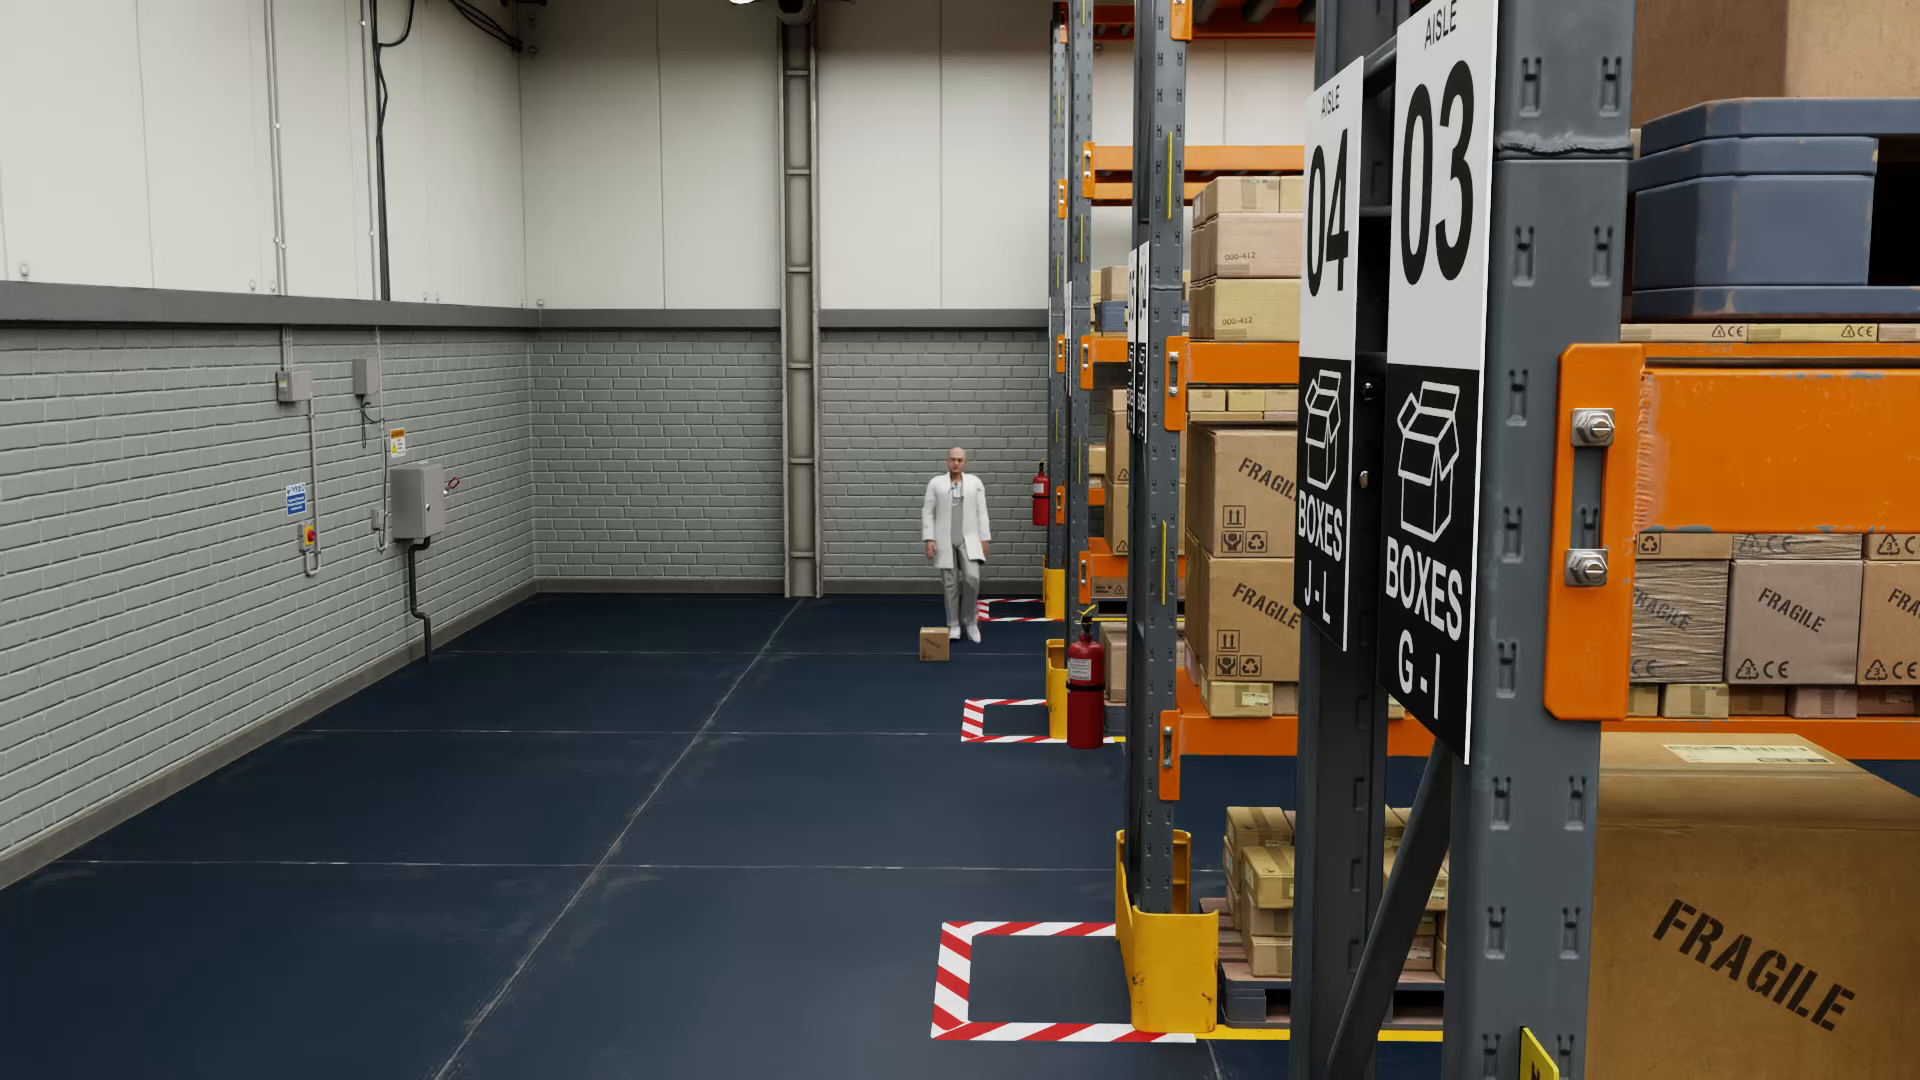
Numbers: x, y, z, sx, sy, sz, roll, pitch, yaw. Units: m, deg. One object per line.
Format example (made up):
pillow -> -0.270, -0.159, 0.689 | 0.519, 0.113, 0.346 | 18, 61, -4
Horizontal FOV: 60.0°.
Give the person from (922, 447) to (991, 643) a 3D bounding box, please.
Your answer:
person -> -0.034, 0.059, 15.390 | 0.646, 1.817, 0.469 | 0, 7, 0
